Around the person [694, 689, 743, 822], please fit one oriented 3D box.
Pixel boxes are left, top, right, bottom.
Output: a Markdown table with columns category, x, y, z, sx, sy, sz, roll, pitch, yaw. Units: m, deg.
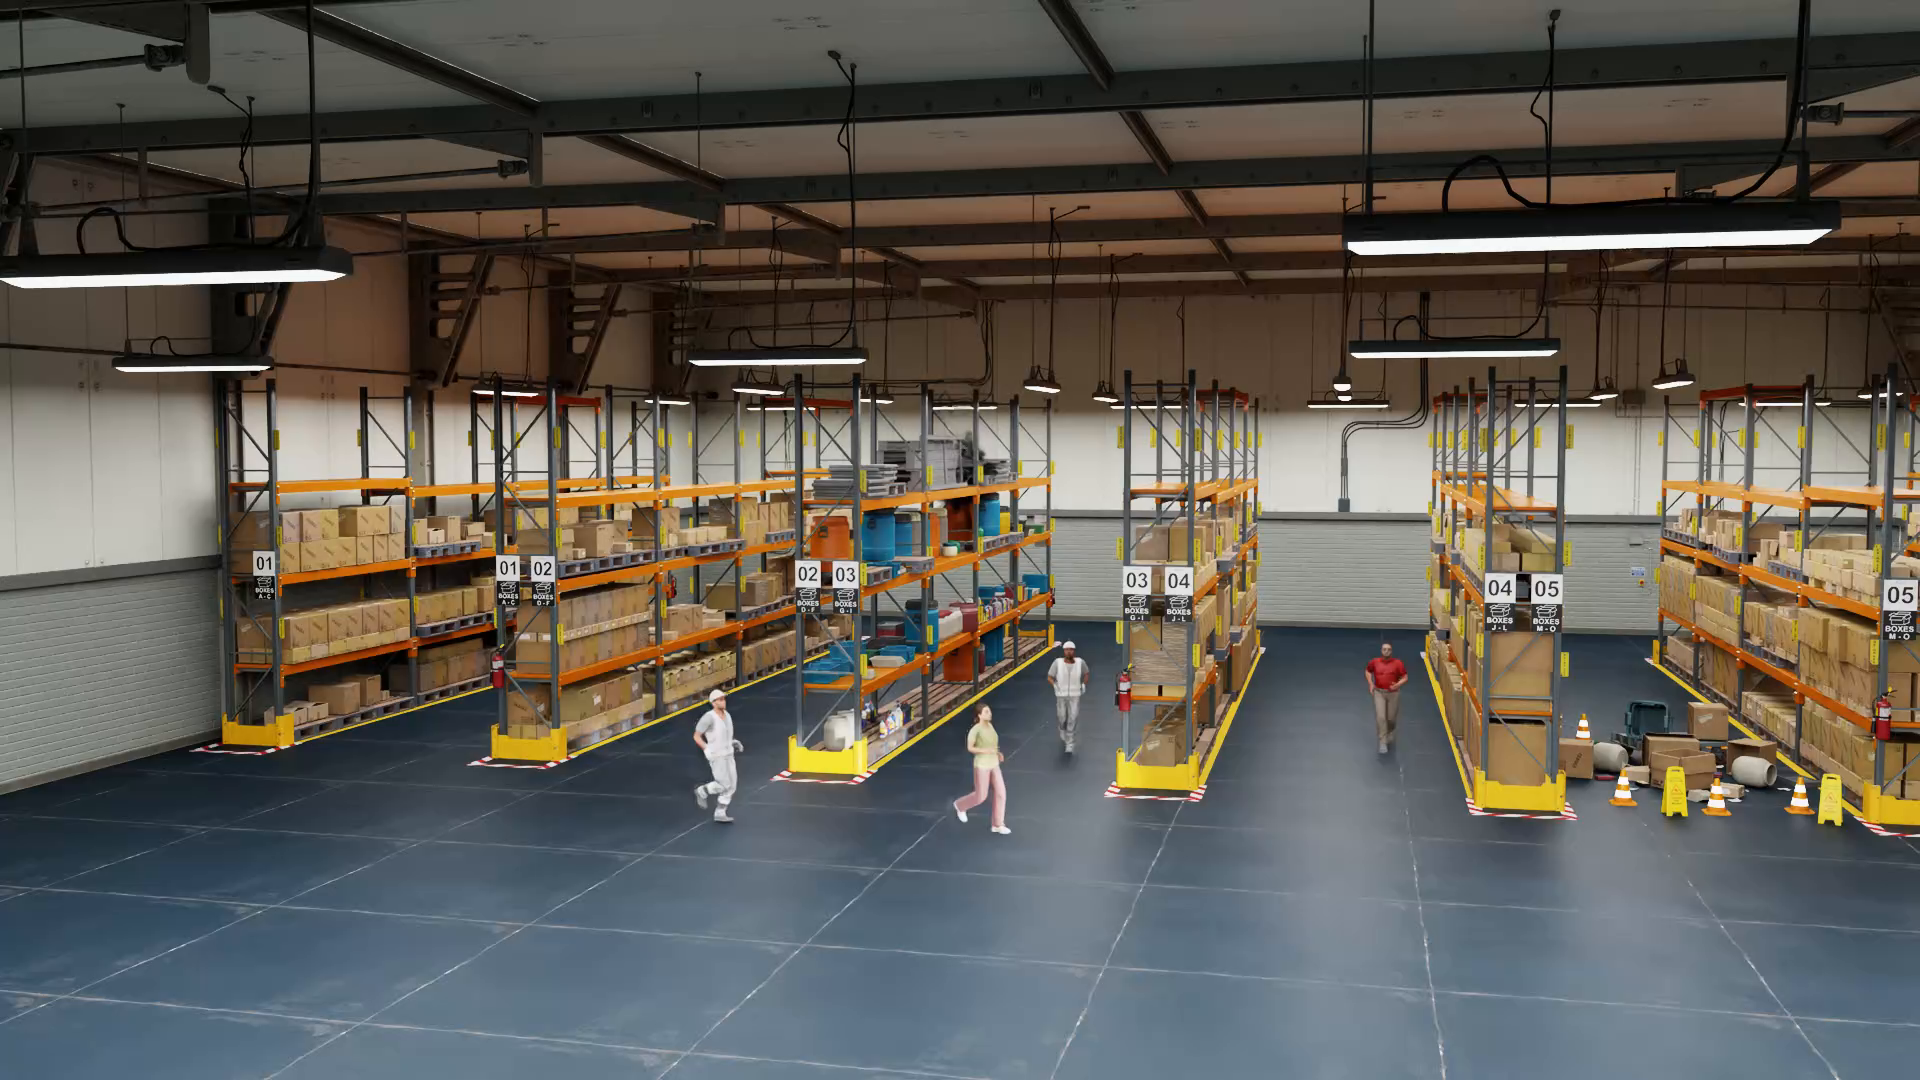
| category | x | y | z | sx | sy | sz | roll | pitch | yaw |
| --- | --- | --- | --- | --- | --- | --- | --- | --- | --- |
| person | -3.170 | 2.829 | 21.815 | 0.603 | 1.743 | 0.656 | 2 | 4 | 33 |

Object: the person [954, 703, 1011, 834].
| category | x | y | z | sx | sy | sz | roll | pitch | yaw |
| --- | --- | --- | --- | --- | --- | --- | --- | --- | --- |
| person | 0.307 | 2.901 | 21.260 | 0.867 | 1.639 | 0.589 | 3 | 5 | 41 |

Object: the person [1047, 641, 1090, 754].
| category | x | y | z | sx | sy | sz | roll | pitch | yaw |
| --- | --- | --- | --- | --- | --- | --- | --- | --- | --- |
| person | 1.745 | 2.504 | 26.680 | 0.696 | 1.763 | 0.925 | 0 | 3 | 1 |

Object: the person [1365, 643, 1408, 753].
| category | x | y | z | sx | sy | sz | roll | pitch | yaw |
| --- | --- | --- | --- | --- | --- | --- | --- | --- | --- |
| person | 6.880 | 2.524 | 26.839 | 0.672 | 1.713 | 0.905 | 1 | 4 | 14 |
